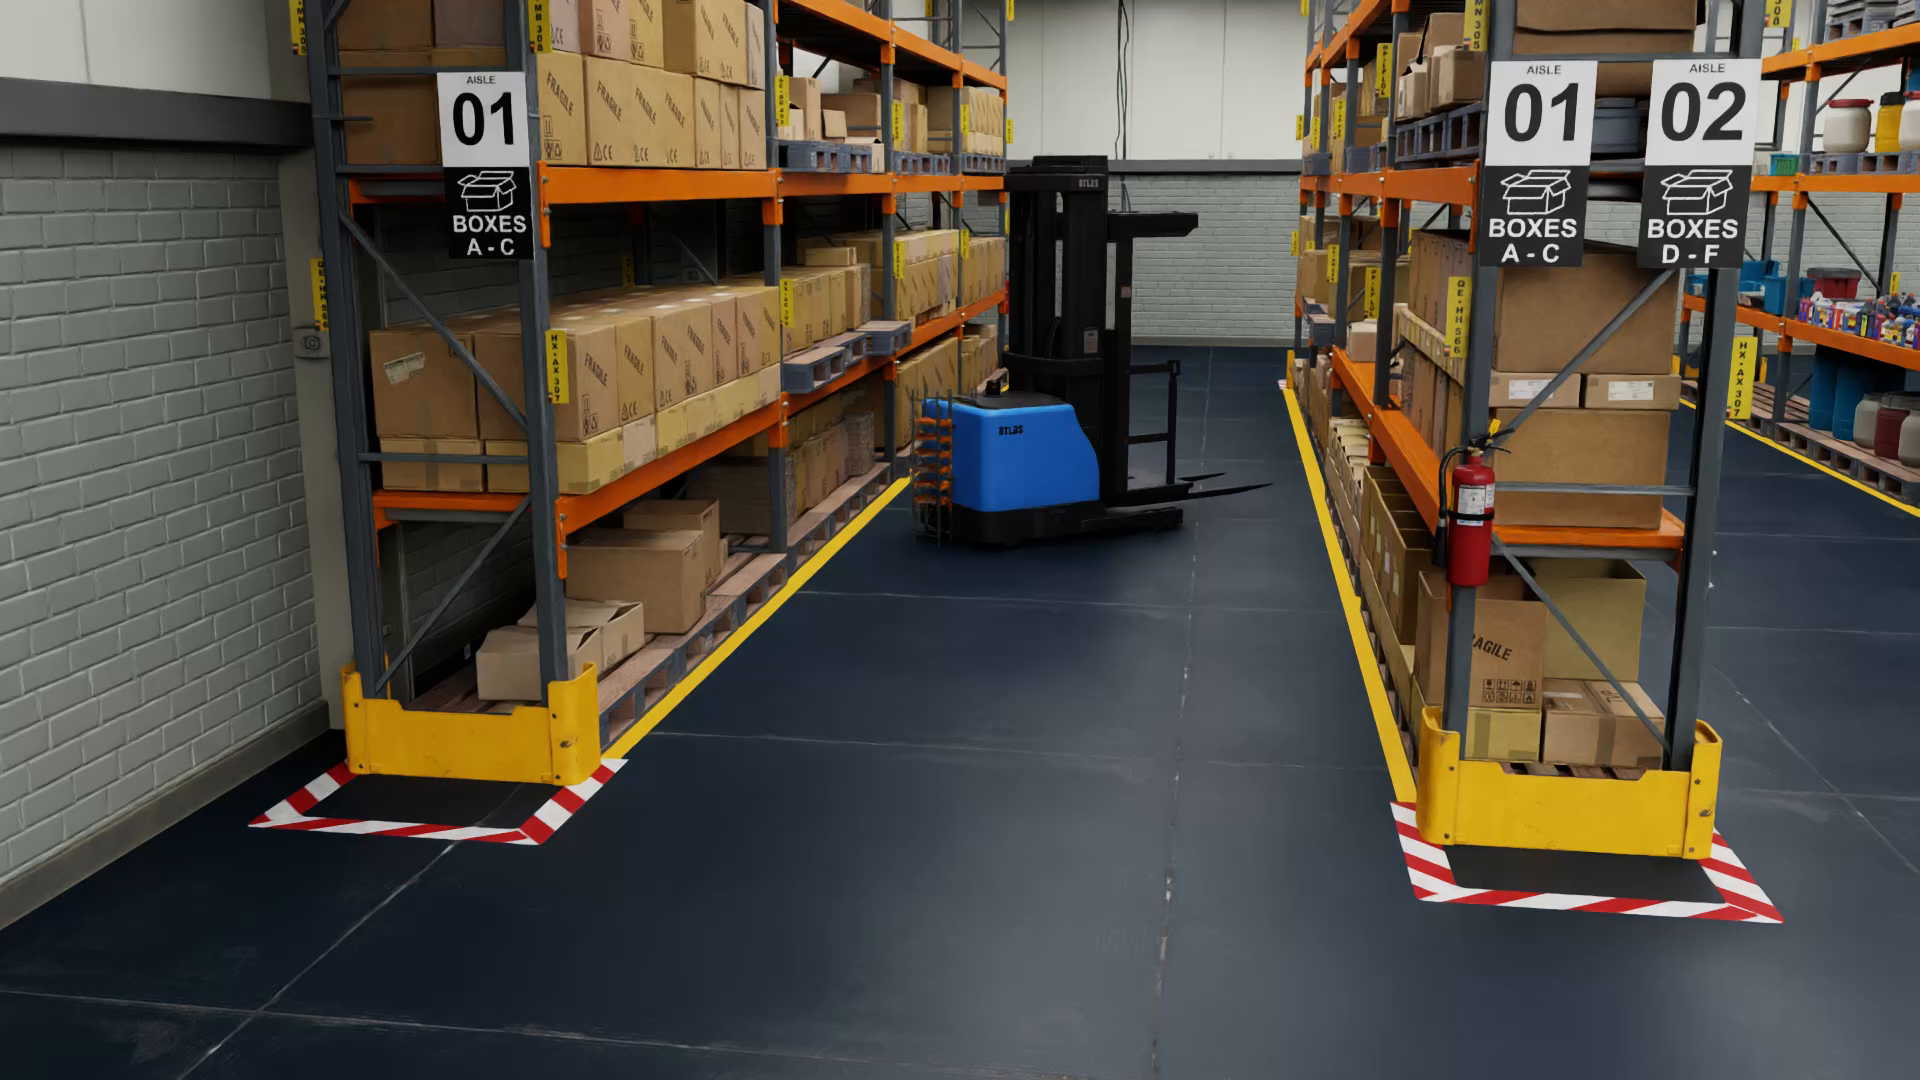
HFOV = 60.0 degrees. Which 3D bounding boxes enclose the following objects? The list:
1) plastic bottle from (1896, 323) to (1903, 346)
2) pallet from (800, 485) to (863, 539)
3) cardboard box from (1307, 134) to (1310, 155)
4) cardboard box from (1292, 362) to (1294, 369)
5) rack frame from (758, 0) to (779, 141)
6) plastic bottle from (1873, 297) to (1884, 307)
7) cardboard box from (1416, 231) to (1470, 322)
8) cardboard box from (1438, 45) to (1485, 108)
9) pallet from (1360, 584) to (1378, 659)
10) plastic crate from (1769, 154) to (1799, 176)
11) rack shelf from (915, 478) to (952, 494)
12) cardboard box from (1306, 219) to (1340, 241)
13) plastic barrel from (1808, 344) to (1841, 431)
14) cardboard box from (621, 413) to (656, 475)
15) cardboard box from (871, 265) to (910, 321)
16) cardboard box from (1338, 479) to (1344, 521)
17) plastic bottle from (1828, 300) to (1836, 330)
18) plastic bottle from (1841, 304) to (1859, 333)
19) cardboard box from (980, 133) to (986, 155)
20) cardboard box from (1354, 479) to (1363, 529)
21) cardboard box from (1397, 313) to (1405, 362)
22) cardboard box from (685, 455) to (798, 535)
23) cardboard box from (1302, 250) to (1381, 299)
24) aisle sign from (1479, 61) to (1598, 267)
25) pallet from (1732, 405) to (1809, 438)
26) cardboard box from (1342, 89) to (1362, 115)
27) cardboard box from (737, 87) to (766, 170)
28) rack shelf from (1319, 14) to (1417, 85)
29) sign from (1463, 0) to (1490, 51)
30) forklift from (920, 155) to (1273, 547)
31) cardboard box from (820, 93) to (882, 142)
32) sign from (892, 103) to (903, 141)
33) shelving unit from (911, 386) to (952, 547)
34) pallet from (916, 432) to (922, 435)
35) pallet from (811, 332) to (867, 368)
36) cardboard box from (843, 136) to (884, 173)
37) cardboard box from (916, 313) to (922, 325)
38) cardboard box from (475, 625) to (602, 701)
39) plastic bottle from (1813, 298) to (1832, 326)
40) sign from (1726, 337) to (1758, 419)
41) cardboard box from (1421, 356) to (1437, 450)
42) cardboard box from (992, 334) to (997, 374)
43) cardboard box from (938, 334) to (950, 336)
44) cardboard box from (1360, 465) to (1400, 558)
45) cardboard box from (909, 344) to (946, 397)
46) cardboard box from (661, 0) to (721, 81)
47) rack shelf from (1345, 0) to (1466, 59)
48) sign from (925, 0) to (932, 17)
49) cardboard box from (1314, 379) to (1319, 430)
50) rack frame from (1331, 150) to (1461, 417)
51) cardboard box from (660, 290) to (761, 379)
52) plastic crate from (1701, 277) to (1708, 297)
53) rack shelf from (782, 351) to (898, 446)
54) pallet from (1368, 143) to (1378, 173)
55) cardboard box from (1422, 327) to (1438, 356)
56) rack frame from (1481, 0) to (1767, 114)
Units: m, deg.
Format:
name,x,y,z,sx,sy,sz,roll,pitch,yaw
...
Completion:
name,x,y,z,sx,sy,sz,roll,pitch,yaw
plastic bottle,8.447,-1.841,14.890,0.097,0.201,0.097,0,12,0
pallet,-1.411,-0.250,13.654,1.003,0.211,1.213,2,12,9
cardboard box,4.455,-4.762,20.018,0.500,0.250,0.500,2,12,9
cardboard box,4.623,-2.280,22.177,0.380,0.149,0.250,2,12,9
rack frame,-1.714,-4.129,10.794,1.000,3.000,0.127,2,12,9
plastic bottle,9.564,-2.388,17.248,0.152,0.276,0.135,2,12,9
cardboard box,3.042,-1.522,9.620,0.700,0.500,0.500,2,12,9
cardboard box,2.482,-2.119,7.614,0.500,0.250,0.500,2,12,9
pallet,3.017,0.490,10.217,1.003,0.211,1.213,2,12,9
plastic crate,9.130,-4.125,18.293,0.416,0.233,0.300,2,12,9
rack shelf,-0.215,-0.402,12.789,0.258,0.103,0.180,7,14,29
cardboard box,4.387,-3.565,19.806,0.500,0.500,0.500,2,12,9
plastic barrel,9.205,-1.608,17.318,0.600,0.901,0.708,2,12,9
cardboard box,-1.875,-0.500,8.503,0.500,0.250,0.500,1,12,7
cardboard box,-0.772,-2.326,15.676,0.500,0.500,0.500,2,12,10
cardboard box,3.196,-0.311,12.848,0.500,0.250,0.500,2,12,10
plastic bottle,8.691,-2.237,16.528,0.061,0.283,0.133,2,12,9
plastic bottle,8.679,-2.155,16.169,0.152,0.276,0.135,2,12,9
cardboard box,0.047,-4.857,20.413,0.500,0.250,0.500,2,12,7
cardboard box,2.960,-0.266,11.305,0.500,0.311,0.500,2,12,9
cardboard box,3.396,-1.355,11.923,0.500,0.500,0.500,3,12,13
cardboard box,-1.618,-0.344,12.356,0.700,0.500,0.500,2,12,11
cardboard box,4.117,-2.865,17.933,0.700,0.500,0.500,-2,12,-10
aisle sign,2.265,-1.471,6.528,0.394,0.787,0.004,2,12,9
pallet,9.380,-1.332,18.674,1.003,0.211,1.213,2,12,9
cardboard box,4.059,-4.091,16.267,0.600,0.600,0.600,1,12,6
cardboard box,-1.548,-2.608,10.570,0.500,0.500,0.500,2,12,10
rack shelf,4.104,-4.671,15.966,1.077,0.370,4.000,2,12,9
sign,2.032,-2.085,6.515,0.100,0.325,0.005,2,12,9
forklift,1.206,-1.590,13.412,3.031,2.935,1.130,-7,14,-31
cardboard box,-1.083,-3.860,15.385,0.700,0.500,0.500,1,12,4
sign,-0.563,-3.730,14.836,0.100,0.325,0.005,2,12,9
shelving unit,-0.216,-0.563,12.755,0.258,1.200,0.189,7,14,29
pallet,-0.713,-1.081,17.509,1.003,0.211,1.213,2,12,9
pallet,-1.363,-1.522,13.392,1.003,0.211,1.213,2,12,9
cardboard box,-0.943,-3.303,14.245,0.500,0.311,0.500,2,12,9
cardboard box,-0.594,-2.297,17.081,0.380,0.149,0.250,2,12,9
cardboard box,-2.134,0.594,8.454,0.500,0.311,0.500,0,12,2
plastic bottle,8.801,-2.320,16.934,0.152,0.276,0.135,2,12,9
sign,3.113,-0.647,6.632,0.100,0.325,0.005,2,12,9
cardboard box,2.963,-0.779,9.250,0.700,0.500,0.500,2,12,9
cardboard box,0.122,-2.529,22.545,0.700,0.500,0.500,2,12,9
cardboard box,-0.327,-2.508,20.909,0.380,0.149,0.250,2,12,9
cardboard box,2.800,-0.178,10.450,0.500,0.500,0.500,2,12,9
cardboard box,-0.589,-1.692,17.829,0.750,0.750,0.750,2,12,10
cardboard box,-1.667,-2.874,9.430,0.500,0.500,0.500,1,12,7
rack shelf,3.489,-3.839,12.103,1.077,0.370,4.000,2,12,9
sign,-0.416,-7.181,22.359,0.100,0.325,0.005,2,12,9
cardboard box,3.941,-1.387,17.200,0.500,0.500,0.500,2,12,9
rack frame,3.796,-1.870,14.549,1.000,3.000,0.127,2,12,9
cardboard box,-1.553,-1.287,10.375,0.500,0.500,0.500,2,12,8
plastic crate,9.456,-3.143,20.714,0.416,0.233,0.300,2,12,9
rack shelf,-1.407,-1.261,13.434,1.077,0.370,4.000,2,12,9
pallet,3.611,-2.867,12.503,1.003,0.211,1.213,2,12,11
cardboard box,2.754,-1.085,9.130,0.380,0.149,0.250,2,12,7
rack frame,2.566,-3.137,6.189,1.000,3.000,0.127,2,12,9
